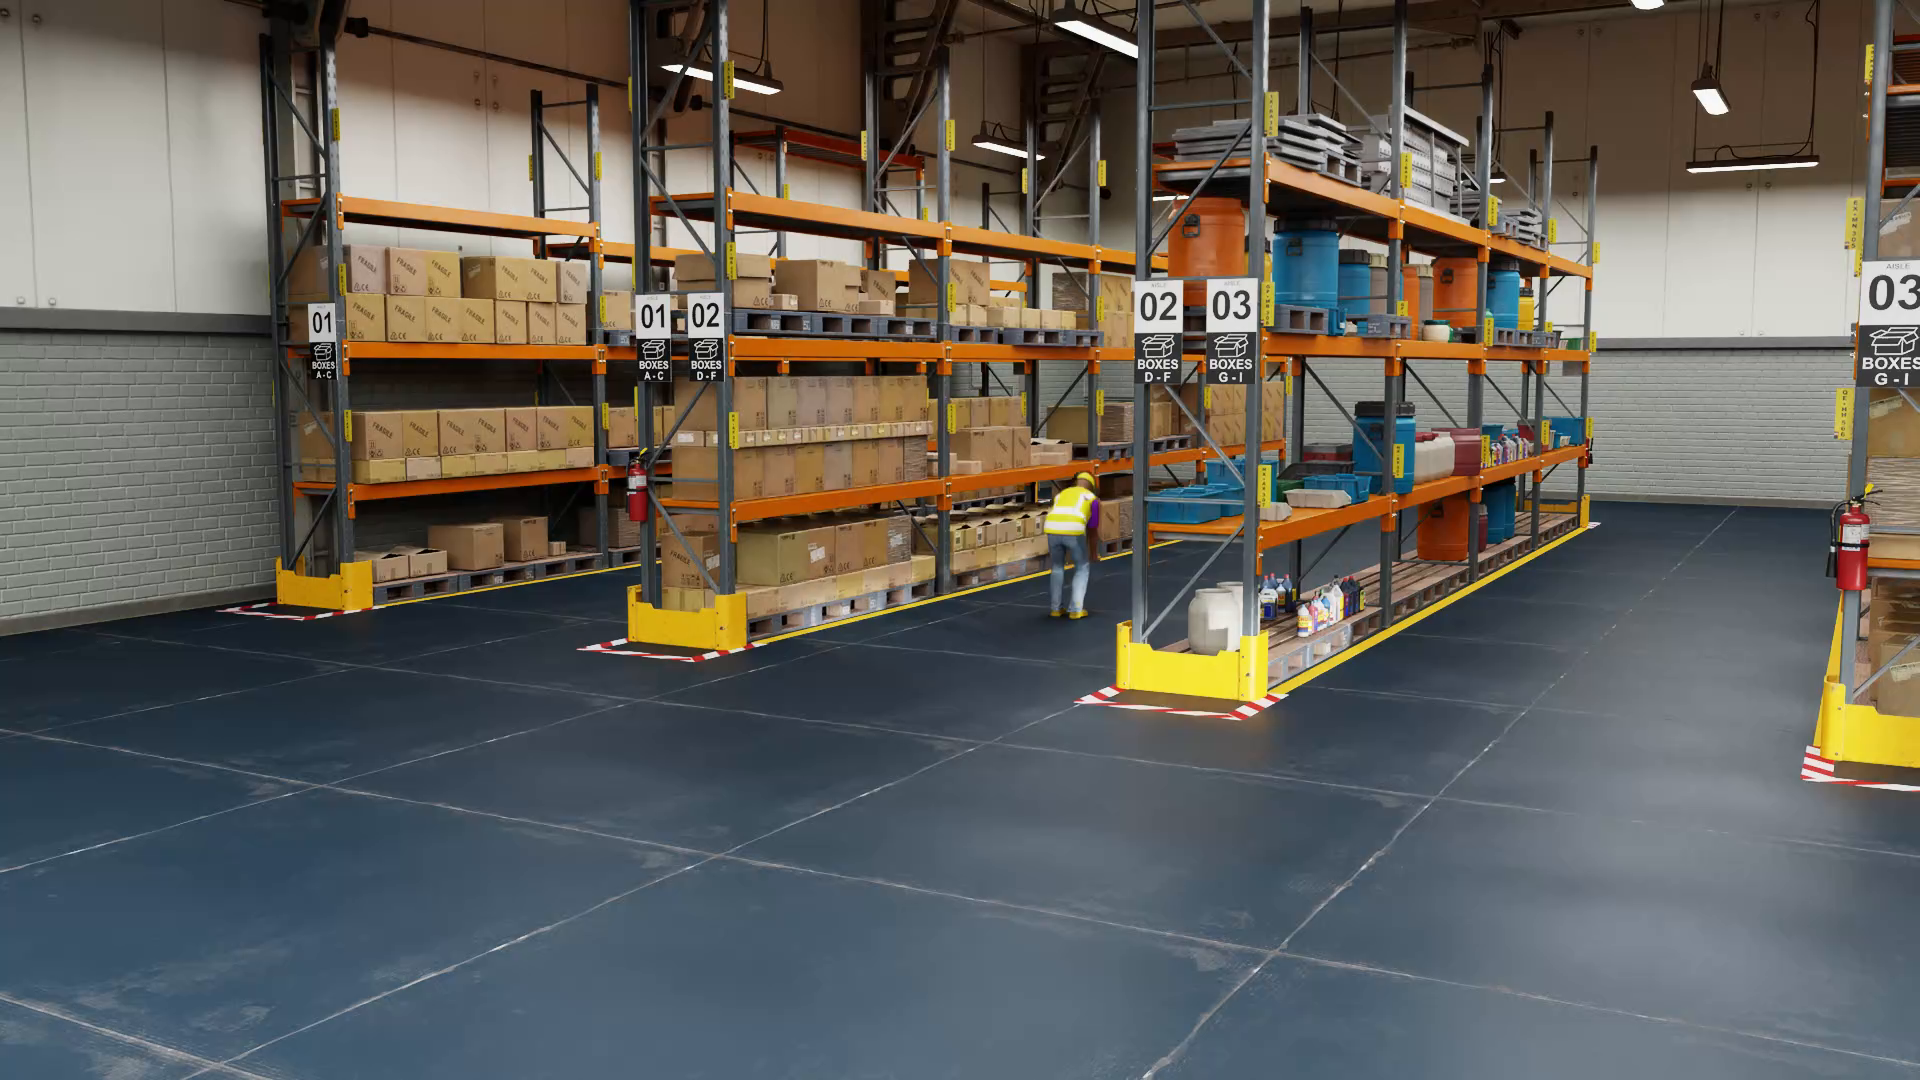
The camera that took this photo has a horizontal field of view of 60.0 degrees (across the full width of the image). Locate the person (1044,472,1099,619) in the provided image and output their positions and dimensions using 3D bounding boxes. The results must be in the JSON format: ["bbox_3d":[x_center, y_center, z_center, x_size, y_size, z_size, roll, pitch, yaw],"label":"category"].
[{"bbox_3d":[1.165,0.042,17.128,0.488,1.453,0.857,3,7,27],"label":"person"}]
